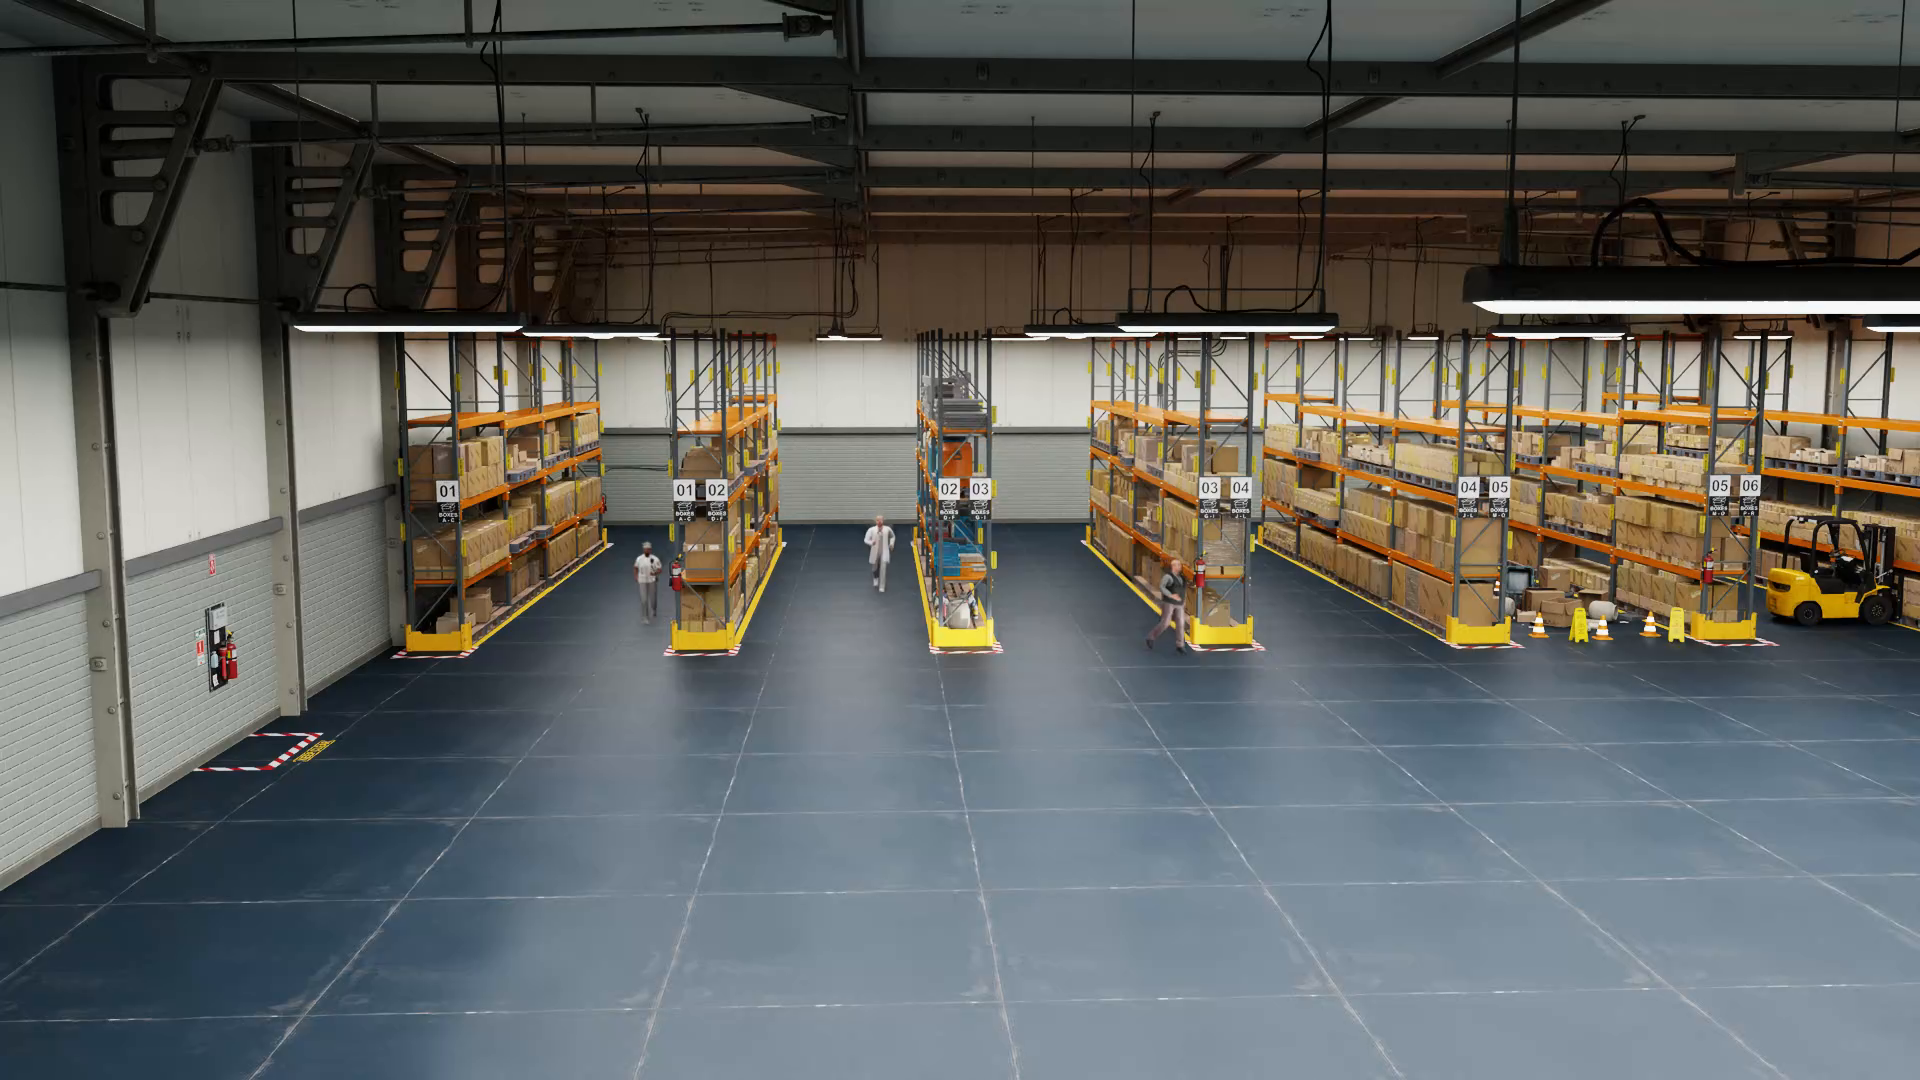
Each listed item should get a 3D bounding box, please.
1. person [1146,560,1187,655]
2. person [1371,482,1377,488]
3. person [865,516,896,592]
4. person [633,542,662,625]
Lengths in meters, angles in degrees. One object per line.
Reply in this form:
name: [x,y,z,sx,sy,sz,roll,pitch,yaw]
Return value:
person: [3.998,1.225,30.976,0.727,1.707,0.945,-5,8,-37]
person: [12.369,-0.954,49.428,0.763,1.739,0.711,0,7,1]
person: [-1.852,0.307,38.580,0.721,1.750,0.958,0,7,-3]
person: [-6.419,0.868,34.171,0.588,1.664,0.851,-1,7,-7]
